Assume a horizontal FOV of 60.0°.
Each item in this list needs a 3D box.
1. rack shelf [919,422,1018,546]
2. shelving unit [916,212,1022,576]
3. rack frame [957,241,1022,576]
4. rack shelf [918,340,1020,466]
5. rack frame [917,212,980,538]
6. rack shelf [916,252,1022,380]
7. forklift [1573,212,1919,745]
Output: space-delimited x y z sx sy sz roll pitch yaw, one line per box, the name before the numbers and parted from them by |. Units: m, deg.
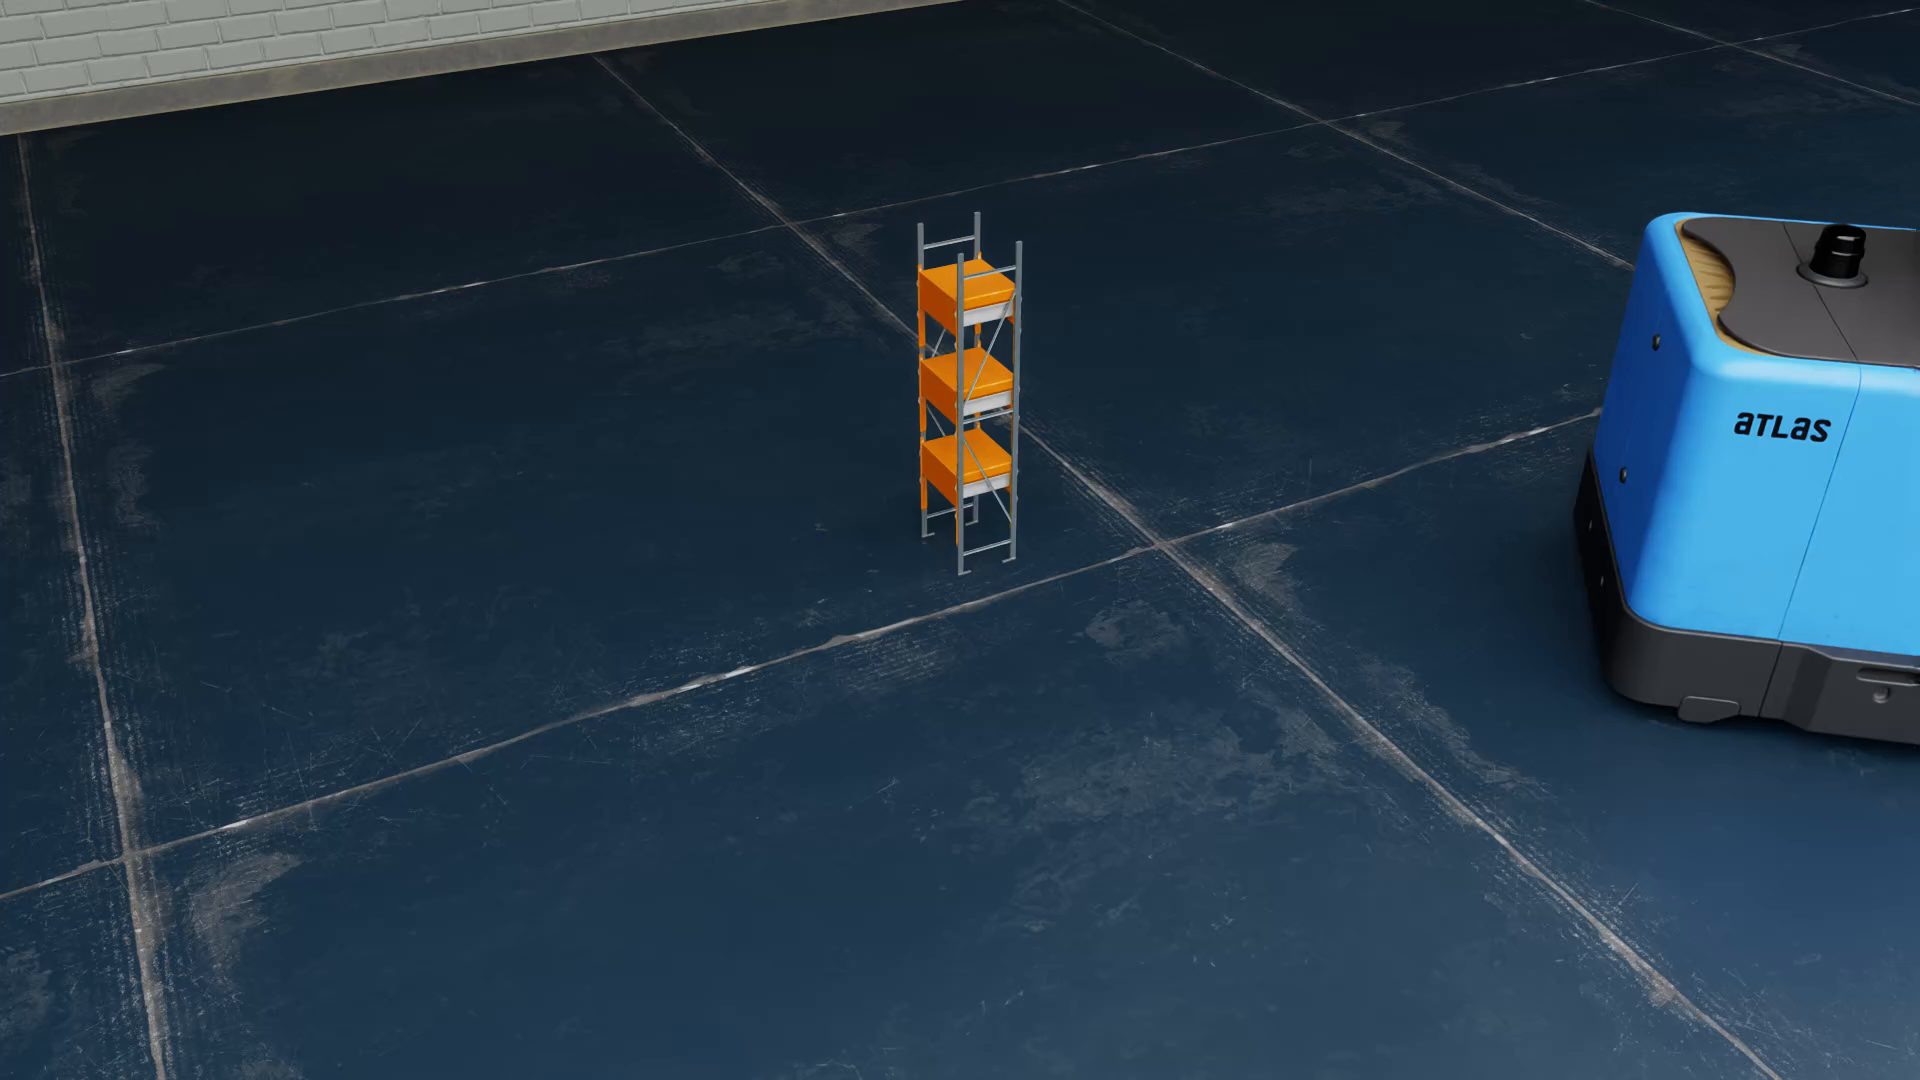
rack shelf | 0.025 -0.174 5.083 0.215 0.259 0.240 -16 36 -23
shelving unit | 0.025 -0.417 4.927 0.215 1.050 0.252 -16 36 -23
rack frame | 0.082 -0.358 4.836 0.200 1.050 0.008 -16 36 -23
rack shelf | 0.025 -0.408 4.933 0.215 0.259 0.240 -16 36 -23
rack frame | -0.032 -0.475 5.018 0.200 1.050 0.008 -16 36 -23
rack shelf | 0.025 -0.647 4.780 0.215 0.259 0.240 -16 36 -23
forklift | 3.324 -0.857 3.871 3.031 2.935 1.130 6 33 10
